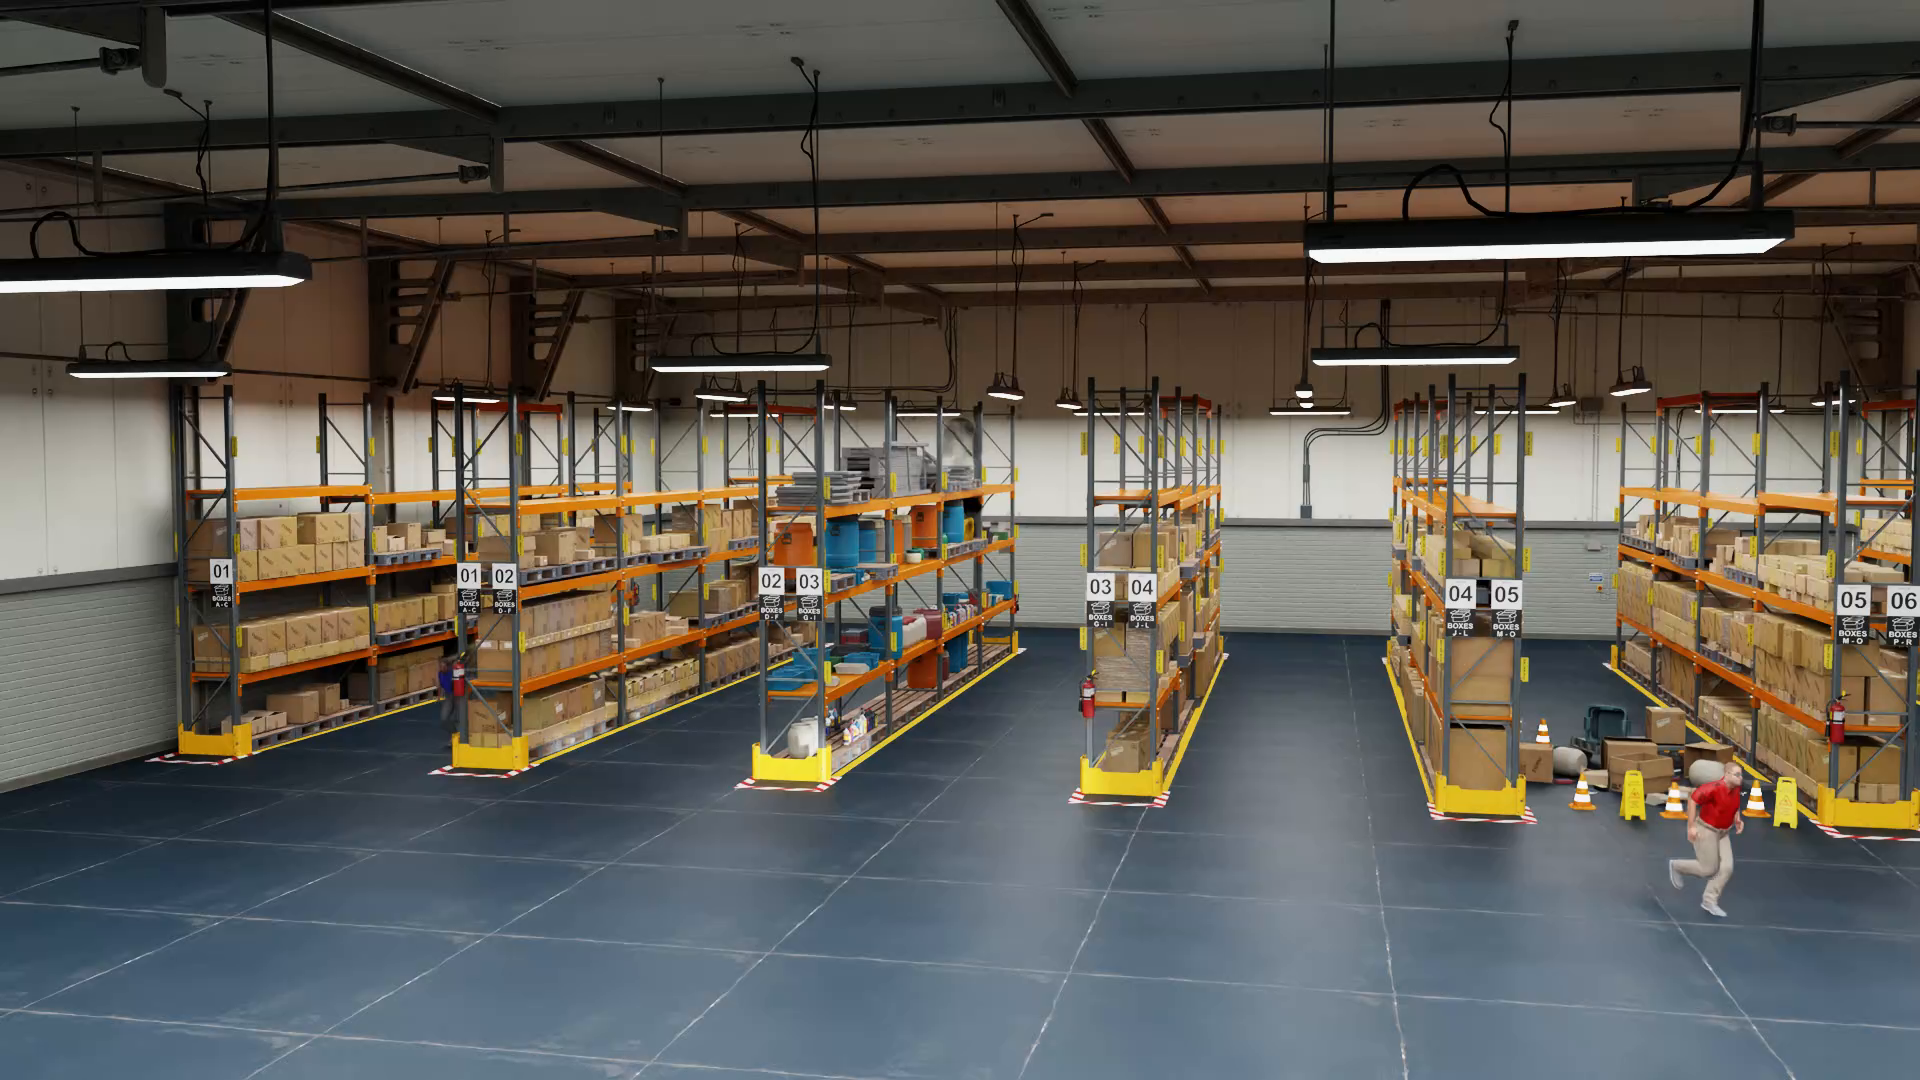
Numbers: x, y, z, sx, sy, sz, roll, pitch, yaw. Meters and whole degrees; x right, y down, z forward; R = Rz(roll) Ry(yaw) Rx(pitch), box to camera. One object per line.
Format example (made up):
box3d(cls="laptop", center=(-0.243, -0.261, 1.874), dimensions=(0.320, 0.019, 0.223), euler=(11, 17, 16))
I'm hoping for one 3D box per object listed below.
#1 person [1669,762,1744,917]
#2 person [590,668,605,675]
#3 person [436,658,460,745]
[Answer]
box3d(cls="person", center=(8.084, 3.194, 17.991), dimensions=(0.661, 1.677, 0.823), euler=(-2, 4, -32))
box3d(cls="person", center=(-7.279, 2.253, 33.676), dimensions=(0.699, 1.728, 0.687), euler=(0, 3, 1))
box3d(cls="person", center=(-8.487, 2.701, 28.103), dimensions=(0.581, 1.496, 0.957), euler=(1, 3, 17))
